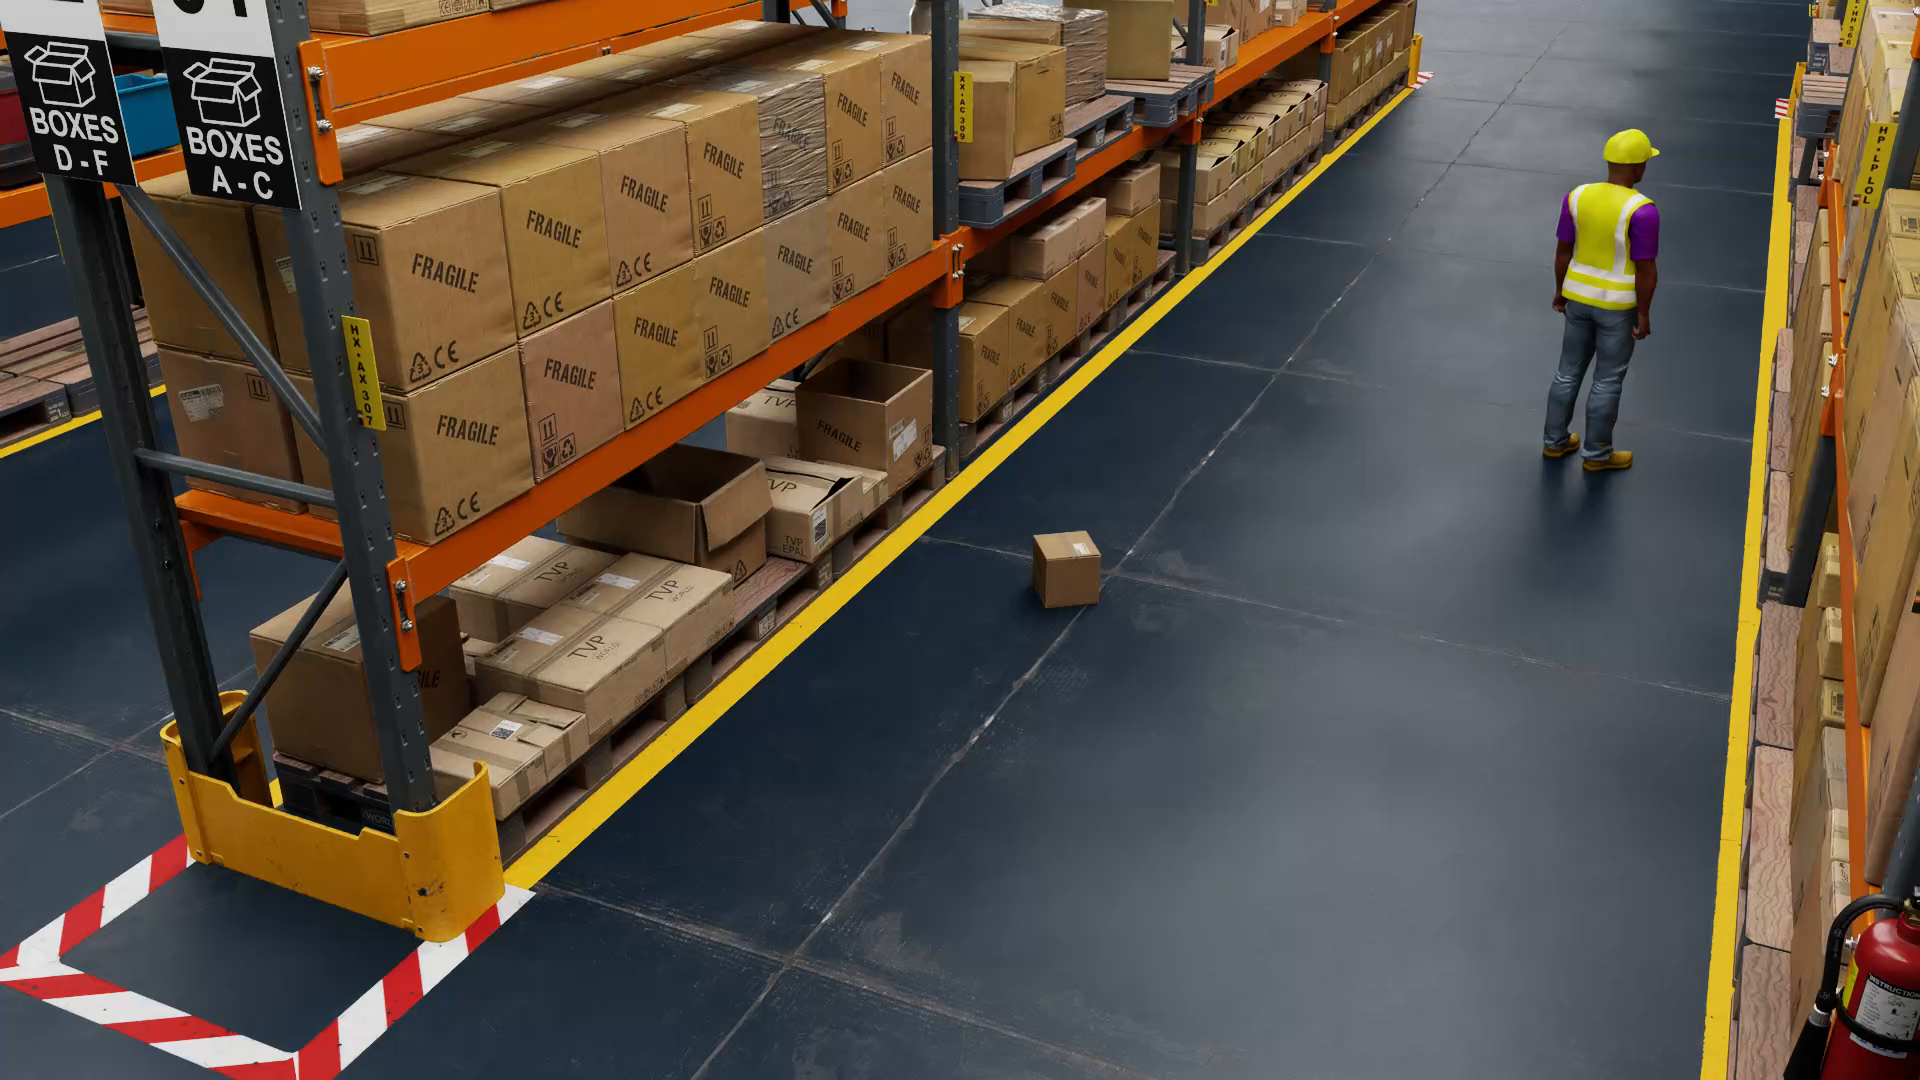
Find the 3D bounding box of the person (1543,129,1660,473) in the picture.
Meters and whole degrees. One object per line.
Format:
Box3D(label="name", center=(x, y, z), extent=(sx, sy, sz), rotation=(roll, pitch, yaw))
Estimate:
Box3D(label="person", center=(3.345, -1.238, 8.620), extent=(0.374, 1.772, 0.564), rotation=(-18, 31, -32))
